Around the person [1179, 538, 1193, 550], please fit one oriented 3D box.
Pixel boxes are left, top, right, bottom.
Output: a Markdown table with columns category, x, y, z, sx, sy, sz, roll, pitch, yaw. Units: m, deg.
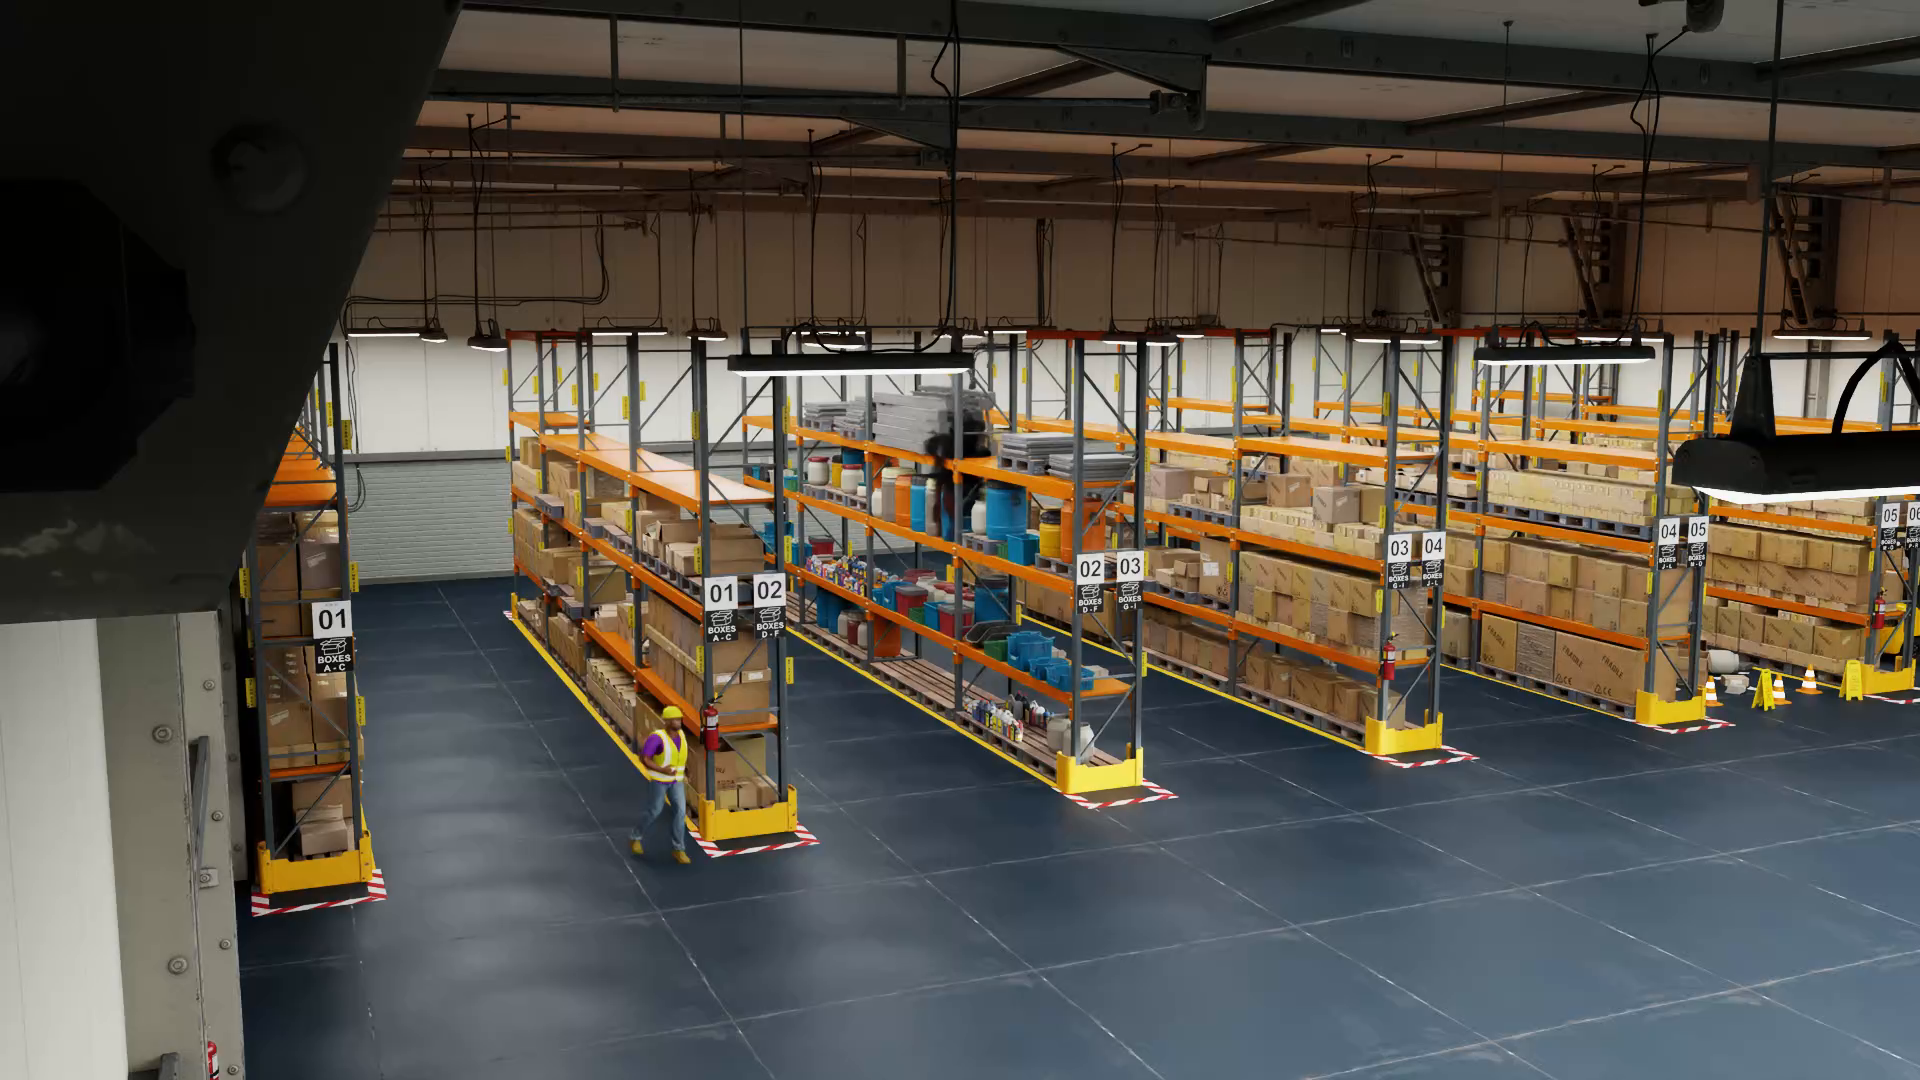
| category | x | y | z | sx | sy | sz | roll | pitch | yaw |
| --- | --- | --- | --- | --- | --- | --- | --- | --- | --- |
| person | 5.642 | -0.170 | 41.522 | 0.722 | 1.791 | 0.681 | 4 | 9 | 25 |

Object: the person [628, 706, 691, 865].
| category | x | y | z | sx | sy | sz | roll | pitch | yaw |
| --- | --- | --- | --- | --- | --- | --- | --- | --- | --- |
| person | -3.393 | 2.824 | 19.424 | 0.862 | 1.789 | 0.760 | 6 | 10 | 39 |

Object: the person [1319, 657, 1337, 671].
| category | x | y | z | sx | sy | sz | roll | pitch | yaw |
| --- | --- | --- | --- | --- | --- | --- | --- | --- | --- |
| person | 6.641 | 1.470 | 29.386 | 0.663 | 1.824 | 0.769 | -5 | 9 | -30 |
